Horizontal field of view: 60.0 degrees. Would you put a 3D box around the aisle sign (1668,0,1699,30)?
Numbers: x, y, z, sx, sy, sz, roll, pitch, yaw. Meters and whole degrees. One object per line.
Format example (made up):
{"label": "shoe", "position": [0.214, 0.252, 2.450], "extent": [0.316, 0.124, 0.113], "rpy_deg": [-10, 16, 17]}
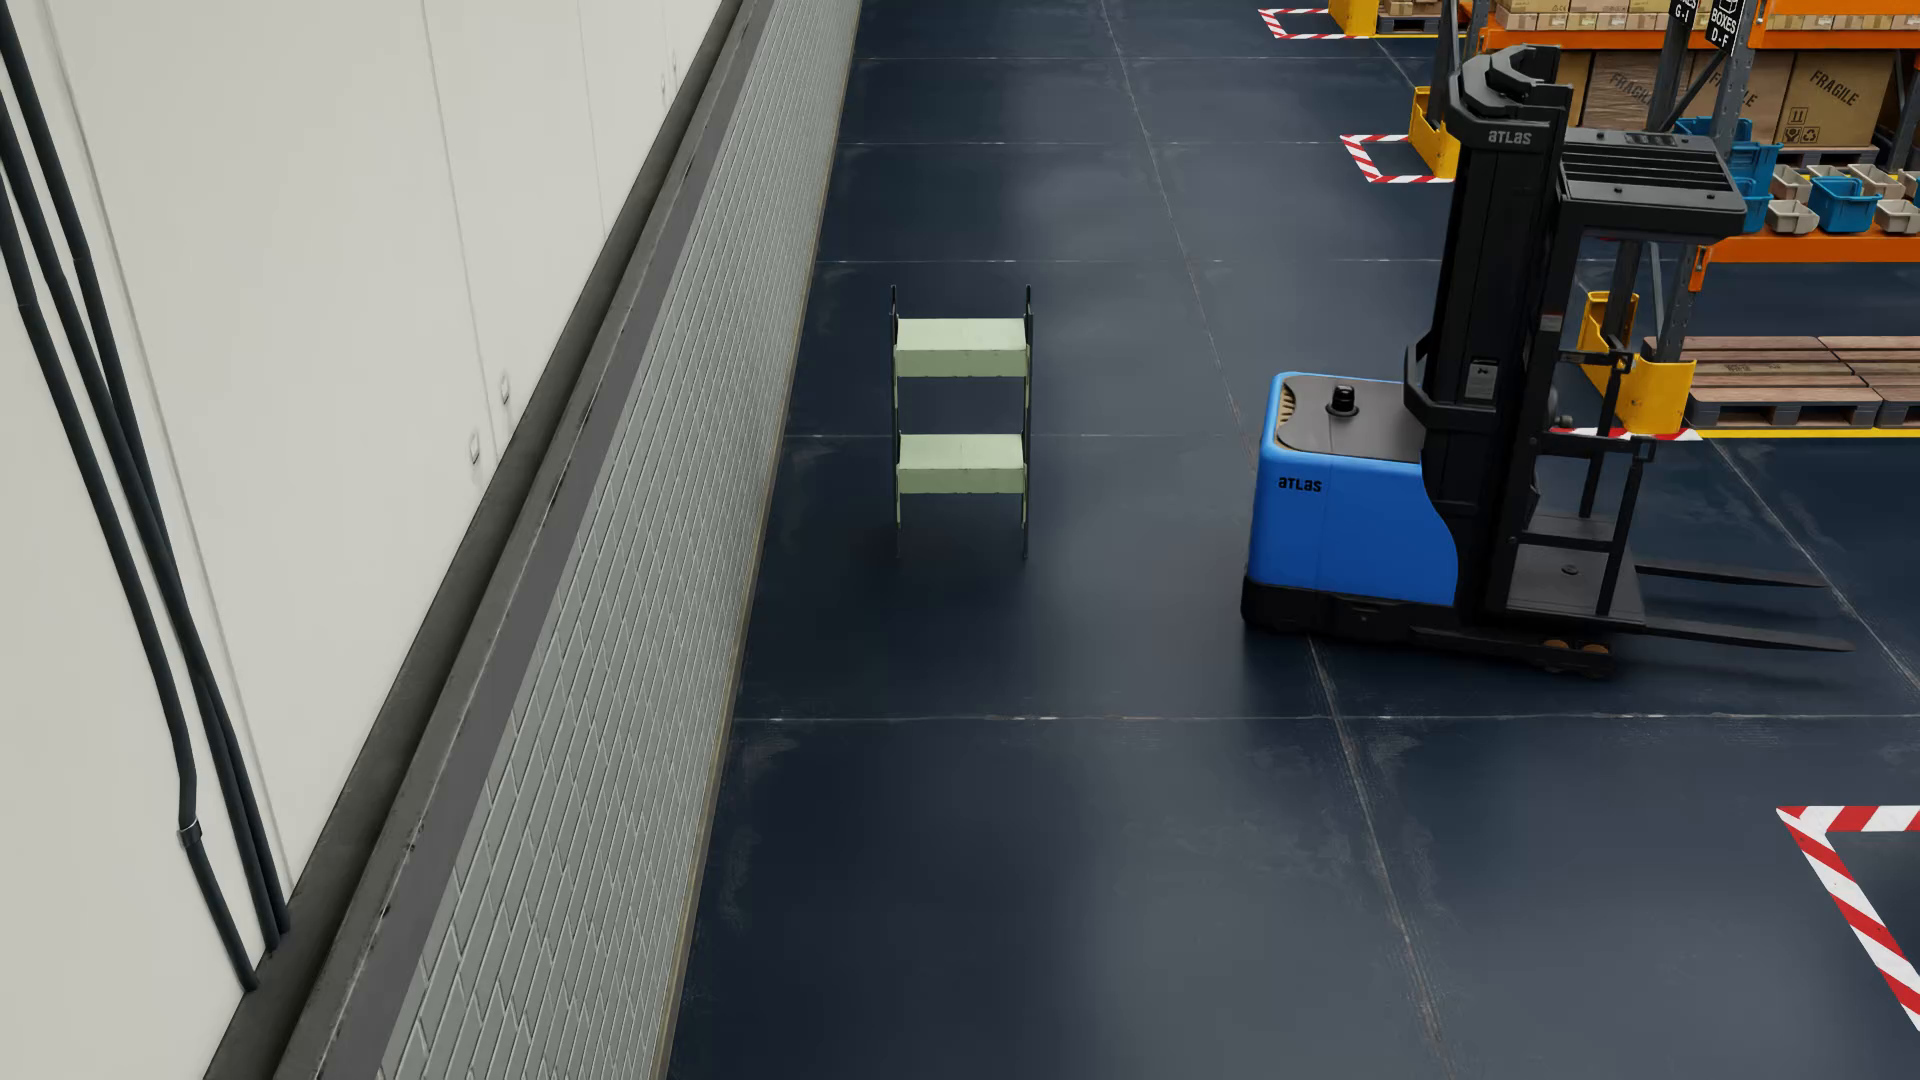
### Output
{"label": "aisle sign", "position": [4.452, -3.540, 10.076], "extent": [0.004, 0.787, 0.394], "rpy_deg": [0, 31, 0]}

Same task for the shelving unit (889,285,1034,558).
{"label": "shelving unit", "position": [0.007, -0.641, 9.250], "extent": [0.755, 1.500, 0.431], "rpy_deg": [0, 31, 0]}

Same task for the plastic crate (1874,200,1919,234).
{"label": "plastic crate", "position": [5.774, -1.980, 10.207], "extent": [0.298, 0.136, 0.250], "rpy_deg": [0, 31, 0]}

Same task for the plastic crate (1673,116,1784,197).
{"label": "plastic crate", "position": [4.860, -2.416, 10.637], "extent": [0.499, 0.435, 0.616], "rpy_deg": [0, 31, 0]}

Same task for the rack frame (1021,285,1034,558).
{"label": "rack frame", "position": [0.373, -0.642, 9.252], "extent": [0.023, 1.500, 0.400], "rpy_deg": [0, 31, 0]}

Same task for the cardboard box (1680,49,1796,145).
{"label": "cardboard box", "position": [6.935, -4.166, 15.258], "extent": [0.875, 0.875, 0.875], "rpy_deg": [0, 31, 0]}

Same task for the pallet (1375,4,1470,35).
{"label": "pallet", "position": [5.456, -6.211, 19.673], "extent": [1.213, 0.211, 1.003], "rpy_deg": [0, 31, 0]}

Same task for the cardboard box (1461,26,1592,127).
{"label": "cardboard box", "position": [5.136, -4.161, 15.248], "extent": [0.875, 0.875, 0.875], "rpy_deg": [0, 31, 0]}

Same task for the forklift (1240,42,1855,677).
{"label": "forklift", "position": [3.070, -0.856, 8.224], "extent": [3.031, 2.935, 1.130], "rpy_deg": [7, 32, 11]}

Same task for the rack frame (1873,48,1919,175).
{"label": "rack frame", "position": [8.496, -4.859, 14.755], "extent": [0.127, 3.000, 1.000], "rpy_deg": [0, 31, 0]}

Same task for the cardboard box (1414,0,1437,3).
{"label": "cardboard box", "position": [5.367, -6.347, 19.265], "extent": [0.250, 0.149, 0.380], "rpy_deg": [0, 31, -1]}

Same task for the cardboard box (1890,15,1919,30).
{"label": "cardboard box", "position": [8.193, -4.580, 14.539], "extent": [0.250, 0.149, 0.380], "rpy_deg": [0, 31, 0]}

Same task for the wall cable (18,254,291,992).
{"label": "wall cable", "position": [-1.072, 1.457, 1.556], "extent": [0.112, 2.526, 3.097], "rpy_deg": [0, 31, 0]}

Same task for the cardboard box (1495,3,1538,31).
{"label": "cardboard box", "position": [4.853, -4.569, 14.519], "extent": [0.250, 0.149, 0.380], "rpy_deg": [0, 31, 0]}

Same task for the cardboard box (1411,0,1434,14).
{"label": "cardboard box", "position": [5.354, -6.259, 19.406], "extent": [0.250, 0.149, 0.380], "rpy_deg": [0, 31, 0]}

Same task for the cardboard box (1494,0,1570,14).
{"label": "cardboard box", "position": [4.978, -4.771, 14.468], "extent": [0.500, 0.250, 0.500], "rpy_deg": [-1, 31, -2]}

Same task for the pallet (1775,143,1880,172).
{"label": "pallet", "position": [7.735, -3.705, 15.541], "extent": [1.213, 0.211, 1.003], "rpy_deg": [0, 31, 0]}

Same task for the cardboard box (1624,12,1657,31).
{"label": "cardboard box", "position": [5.881, -4.573, 14.526], "extent": [0.250, 0.149, 0.380], "rpy_deg": [-1, 31, -1]}

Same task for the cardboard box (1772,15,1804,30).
{"label": "cardboard box", "position": [7.164, -4.577, 14.533], "extent": [0.250, 0.149, 0.380], "rpy_deg": [0, 31, 1]}

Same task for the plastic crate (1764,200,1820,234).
{"label": "plastic crate", "position": [5.096, -1.978, 10.204], "extent": [0.298, 0.136, 0.250], "rpy_deg": [0, 31, 0]}

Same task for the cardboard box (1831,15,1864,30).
{"label": "cardboard box", "position": [7.679, -4.579, 14.536], "extent": [0.250, 0.149, 0.380], "rpy_deg": [-1, 31, -1]}

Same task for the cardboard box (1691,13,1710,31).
{"label": "cardboard box", "position": [6.391, -4.574, 14.529], "extent": [0.250, 0.149, 0.380], "rpy_deg": [-1, 31, -2]}

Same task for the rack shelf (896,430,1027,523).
{"label": "rack shelf", "position": [0.007, -0.363, 9.419], "extent": [0.720, 0.370, 0.431], "rpy_deg": [0, 31, 0]}

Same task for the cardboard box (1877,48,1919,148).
{"label": "cardboard box", "position": [9.136, -4.142, 15.218], "extent": [0.875, 0.875, 1.225], "rpy_deg": [0, 31, 0]}

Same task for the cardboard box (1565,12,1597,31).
{"label": "cardboard box", "position": [5.366, -4.571, 14.524], "extent": [0.250, 0.149, 0.380], "rpy_deg": [-1, 31, -1]}

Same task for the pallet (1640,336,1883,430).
{"label": "pallet", "position": [5.351, -1.067, 11.195], "extent": [1.213, 0.211, 1.003], "rpy_deg": [0, 31, 0]}

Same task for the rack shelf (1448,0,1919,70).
{"label": "rack shelf", "position": [6.496, -4.545, 14.931], "extent": [4.000, 0.370, 1.077], "rpy_deg": [0, 31, 0]}

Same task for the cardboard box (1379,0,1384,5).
{"label": "cardboard box", "position": [5.092, -6.490, 19.787], "extent": [0.250, 0.149, 0.380], "rpy_deg": [0, 31, 1]}

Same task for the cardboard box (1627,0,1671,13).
{"label": "cardboard box", "position": [6.000, -4.775, 14.476], "extent": [0.500, 0.250, 0.500], "rpy_deg": [-1, 31, -2]}

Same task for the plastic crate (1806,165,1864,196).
{"label": "plastic crate", "position": [5.630, -2.280, 10.701], "extent": [0.243, 0.136, 0.396], "rpy_deg": [0, 31, 0]}

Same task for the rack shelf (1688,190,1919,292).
{"label": "rack shelf", "position": [6.526, -1.976, 10.697], "extent": [4.000, 0.370, 1.077], "rpy_deg": [0, 31, 0]}

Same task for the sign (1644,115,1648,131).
{"label": "sign", "position": [4.506, -2.632, 10.928], "extent": [0.005, 0.325, 0.100], "rpy_deg": [0, 31, 0]}

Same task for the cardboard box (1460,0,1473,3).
{"label": "cardboard box", "position": [5.868, -6.338, 19.251], "extent": [0.250, 0.149, 0.380], "rpy_deg": [1, 31, 1]}

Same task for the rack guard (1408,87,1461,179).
{"label": "rack guard", "position": [4.472, -3.777, 15.383], "extent": [0.348, 0.500, 1.175], "rpy_deg": [0, 31, 0]}

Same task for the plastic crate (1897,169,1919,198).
{"label": "plastic crate", "position": [6.204, -2.304, 10.741], "extent": [0.250, 0.136, 0.298], "rpy_deg": [0, 31, 0]}
